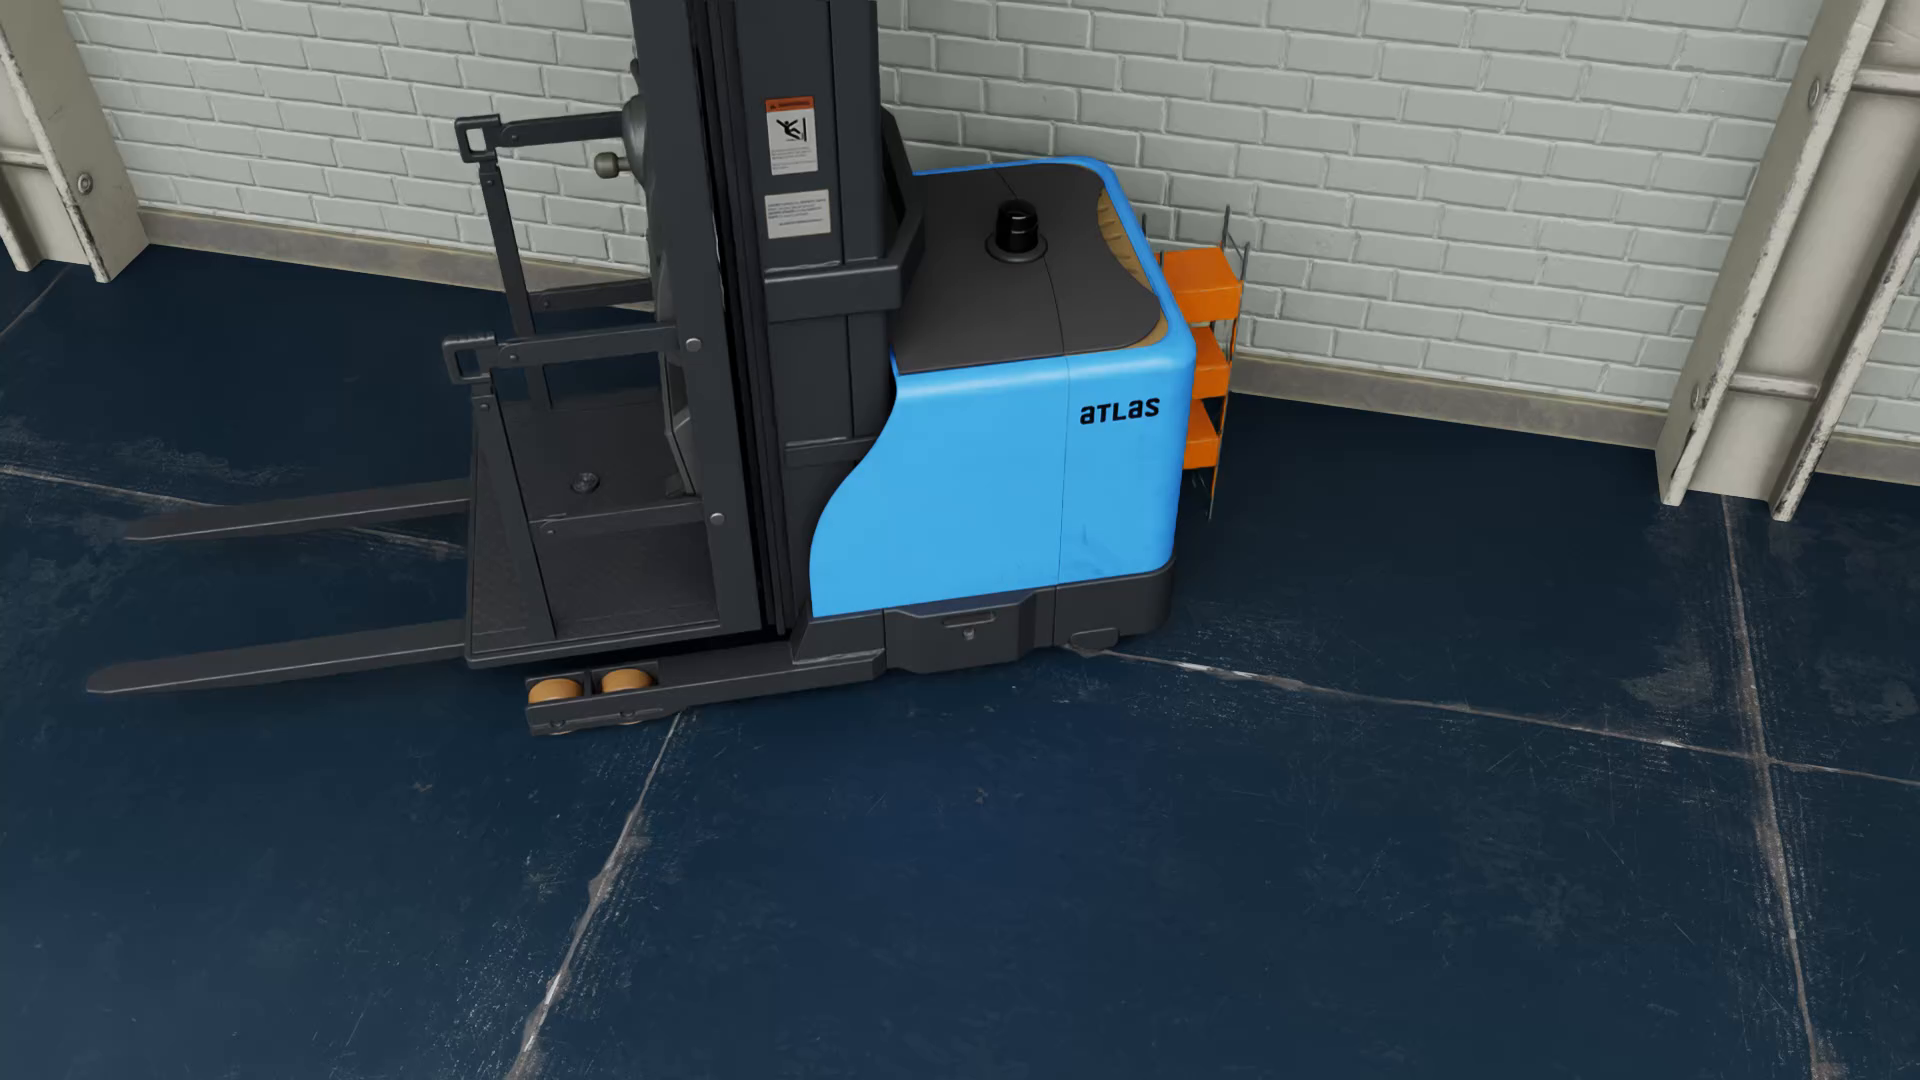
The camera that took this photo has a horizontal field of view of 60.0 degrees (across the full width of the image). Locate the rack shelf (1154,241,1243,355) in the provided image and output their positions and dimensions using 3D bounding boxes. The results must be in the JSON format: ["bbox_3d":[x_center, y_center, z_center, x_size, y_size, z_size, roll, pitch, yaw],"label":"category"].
[{"bbox_3d":[0.658,-0.688,4.814,0.240,0.259,0.215,-7,44,-8],"label":"rack shelf"}]

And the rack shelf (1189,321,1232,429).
[{"bbox_3d":[0.658,-0.483,5.010,0.240,0.259,0.215,-7,44,-8],"label":"rack shelf"}]

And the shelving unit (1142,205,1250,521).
[{"bbox_3d":[0.658,-0.491,5.003,0.252,1.050,0.215,-7,44,-8],"label":"shelving unit"}]

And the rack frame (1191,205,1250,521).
[{"bbox_3d":[0.778,-0.507,5.019,0.008,1.050,0.200,-7,44,-8],"label":"rack frame"}]

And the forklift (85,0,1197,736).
[{"bbox_3d":[-0.944,-0.908,4.079,3.031,2.935,1.130,-7,44,-8],"label":"forklift"}]

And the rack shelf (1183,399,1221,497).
[{"bbox_3d":[0.658,-0.283,5.203,0.240,0.259,0.215,-7,44,-8],"label":"rack shelf"}]

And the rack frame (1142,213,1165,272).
[{"bbox_3d":[0.538,-0.475,4.987,0.008,1.050,0.200,-7,44,-8],"label":"rack frame"}]

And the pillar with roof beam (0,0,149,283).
[{"bbox_3d":[-4.301,-1.429,0.246,0.400,9.000,9.100,9,45,9],"label":"pillar with roof beam"}]
